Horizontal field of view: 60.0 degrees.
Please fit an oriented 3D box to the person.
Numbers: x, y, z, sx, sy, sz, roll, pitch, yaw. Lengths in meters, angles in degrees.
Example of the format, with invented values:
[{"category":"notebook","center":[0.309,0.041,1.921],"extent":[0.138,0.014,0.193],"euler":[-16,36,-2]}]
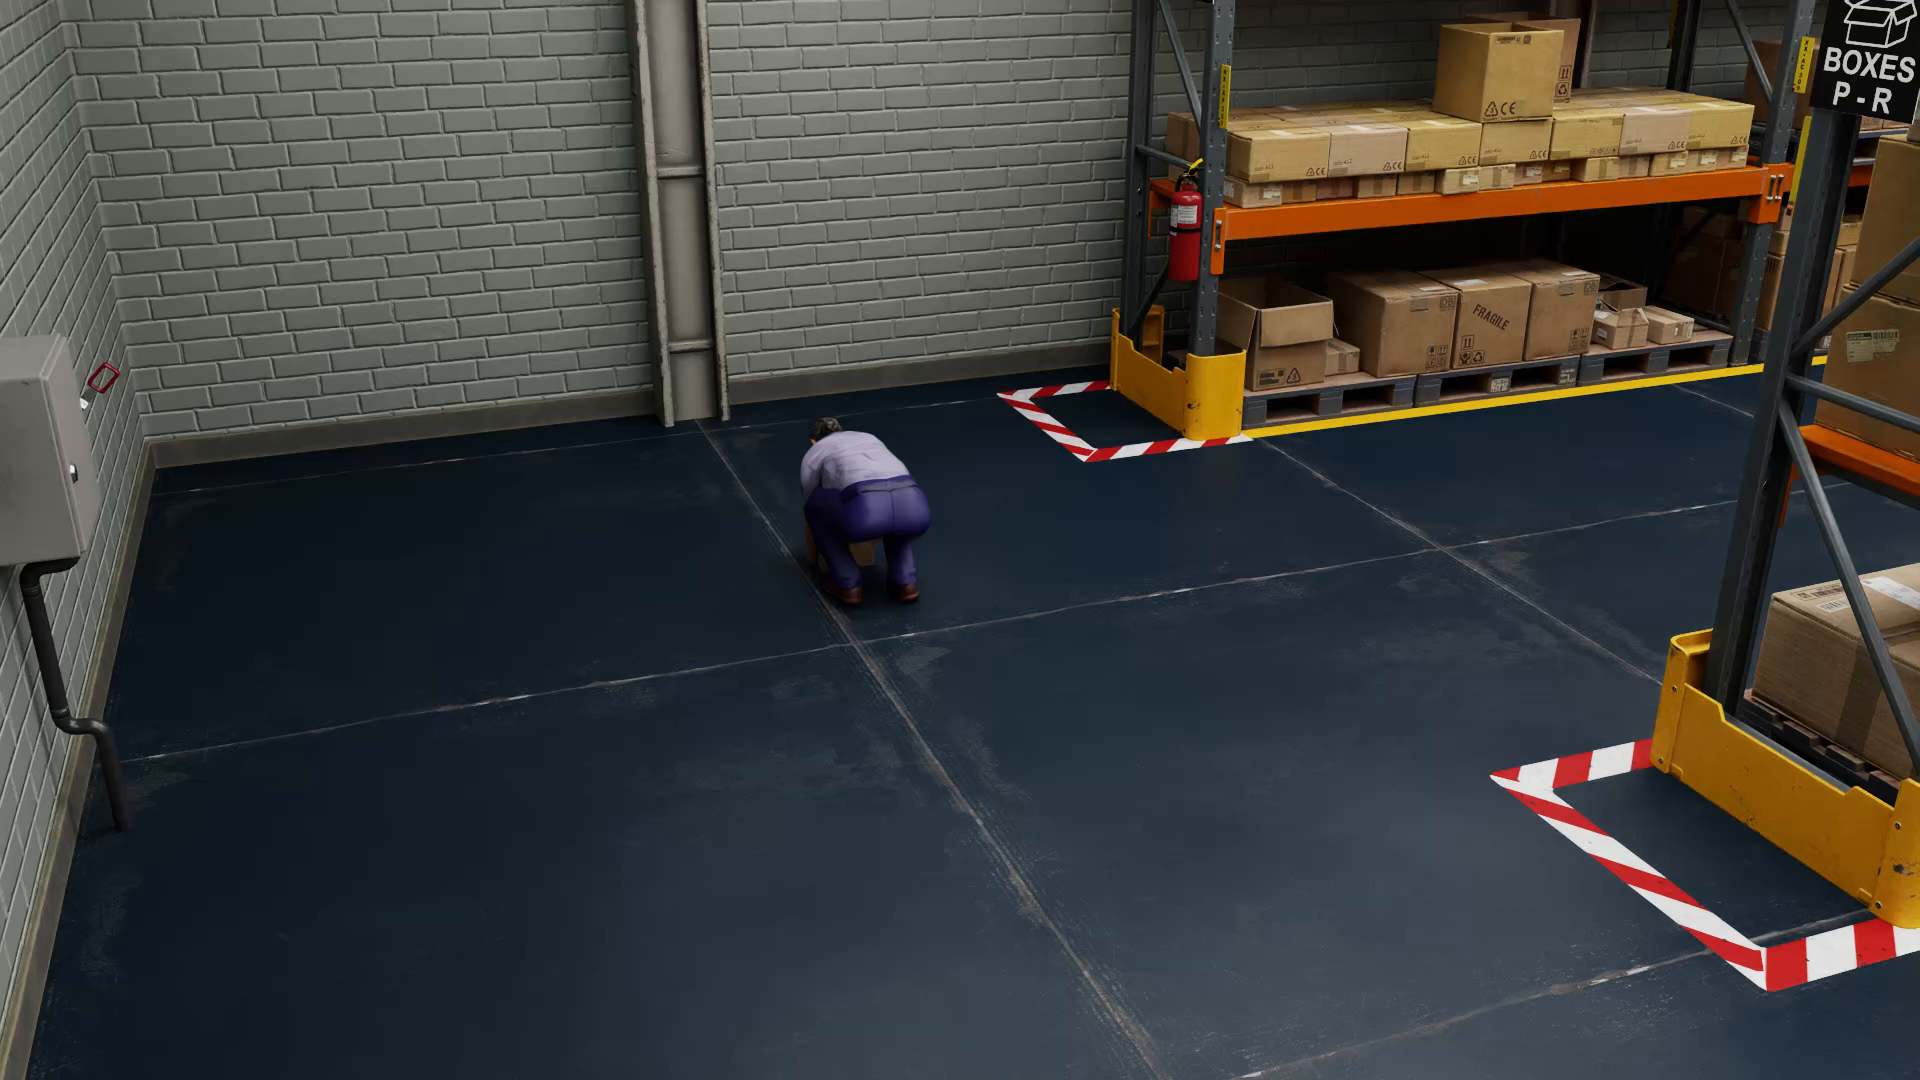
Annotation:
[{"category":"person","center":[-0.454,-0.124,7.620],"extent":[0.495,0.746,0.888],"euler":[-9,24,-20]}]
